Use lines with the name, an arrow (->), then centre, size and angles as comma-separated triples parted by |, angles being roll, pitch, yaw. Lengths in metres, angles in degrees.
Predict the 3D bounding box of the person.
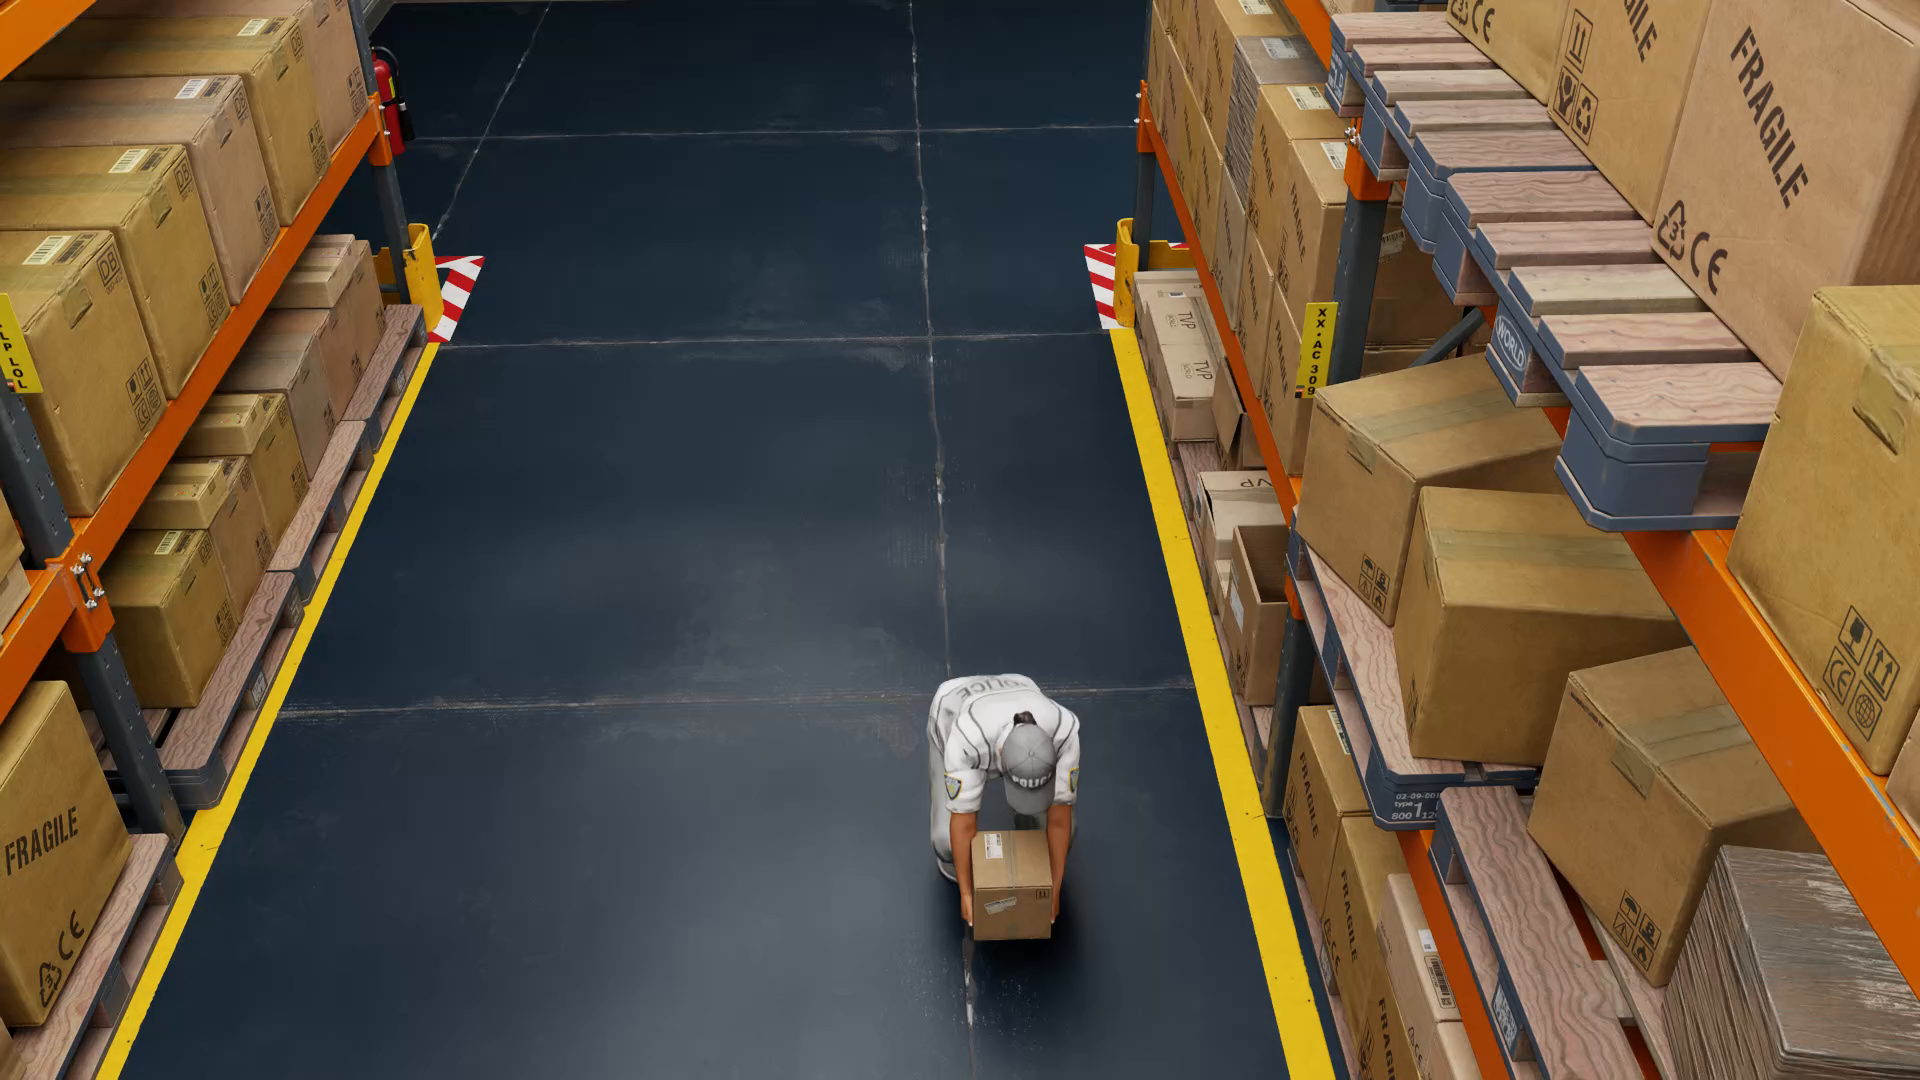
person -> 0.141, 0.814, 5.629 | 0.507, 0.953, 0.872 | -3, 36, -5
